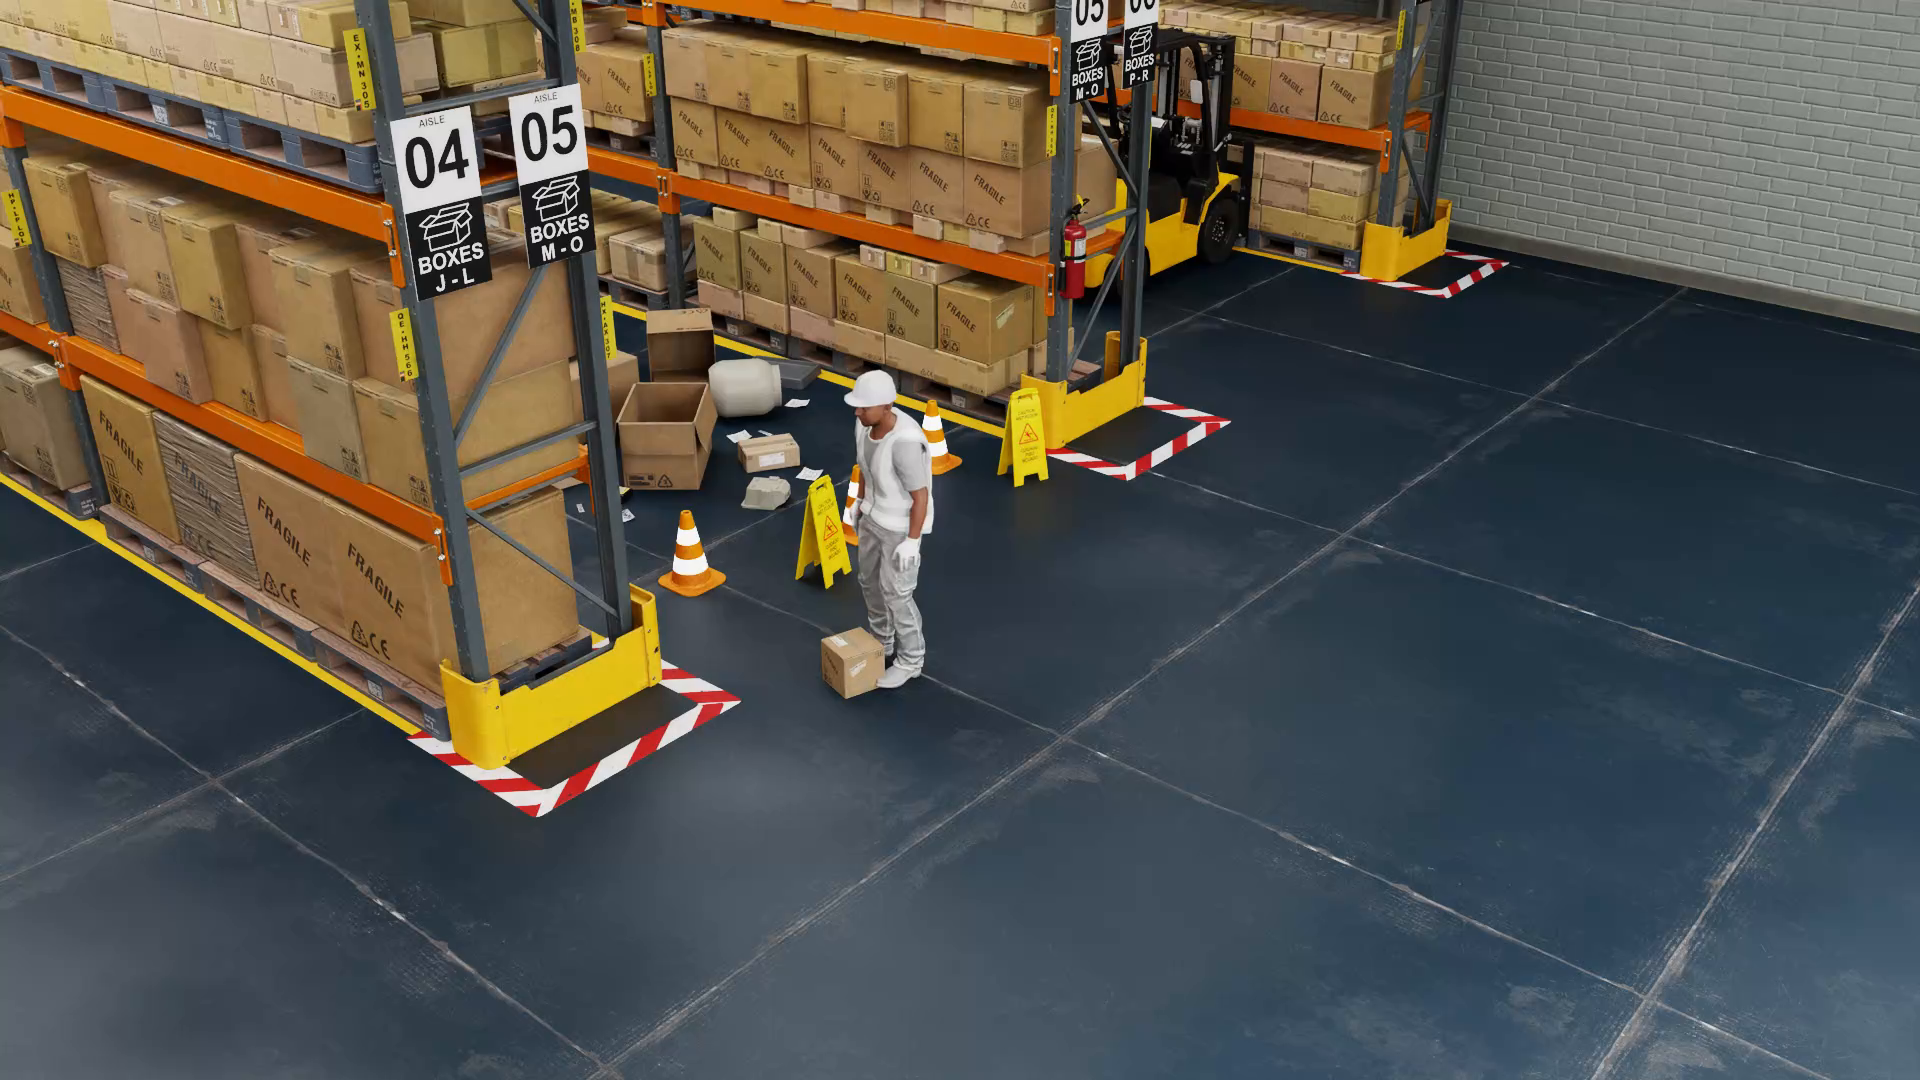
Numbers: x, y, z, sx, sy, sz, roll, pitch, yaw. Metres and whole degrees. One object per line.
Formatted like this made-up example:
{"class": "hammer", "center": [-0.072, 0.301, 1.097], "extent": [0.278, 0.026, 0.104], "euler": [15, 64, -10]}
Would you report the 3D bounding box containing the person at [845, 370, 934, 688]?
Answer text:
{"class": "person", "center": [-0.389, -0.080, 8.763], "extent": [0.451, 1.773, 0.615], "euler": [-16, 31, -29]}
